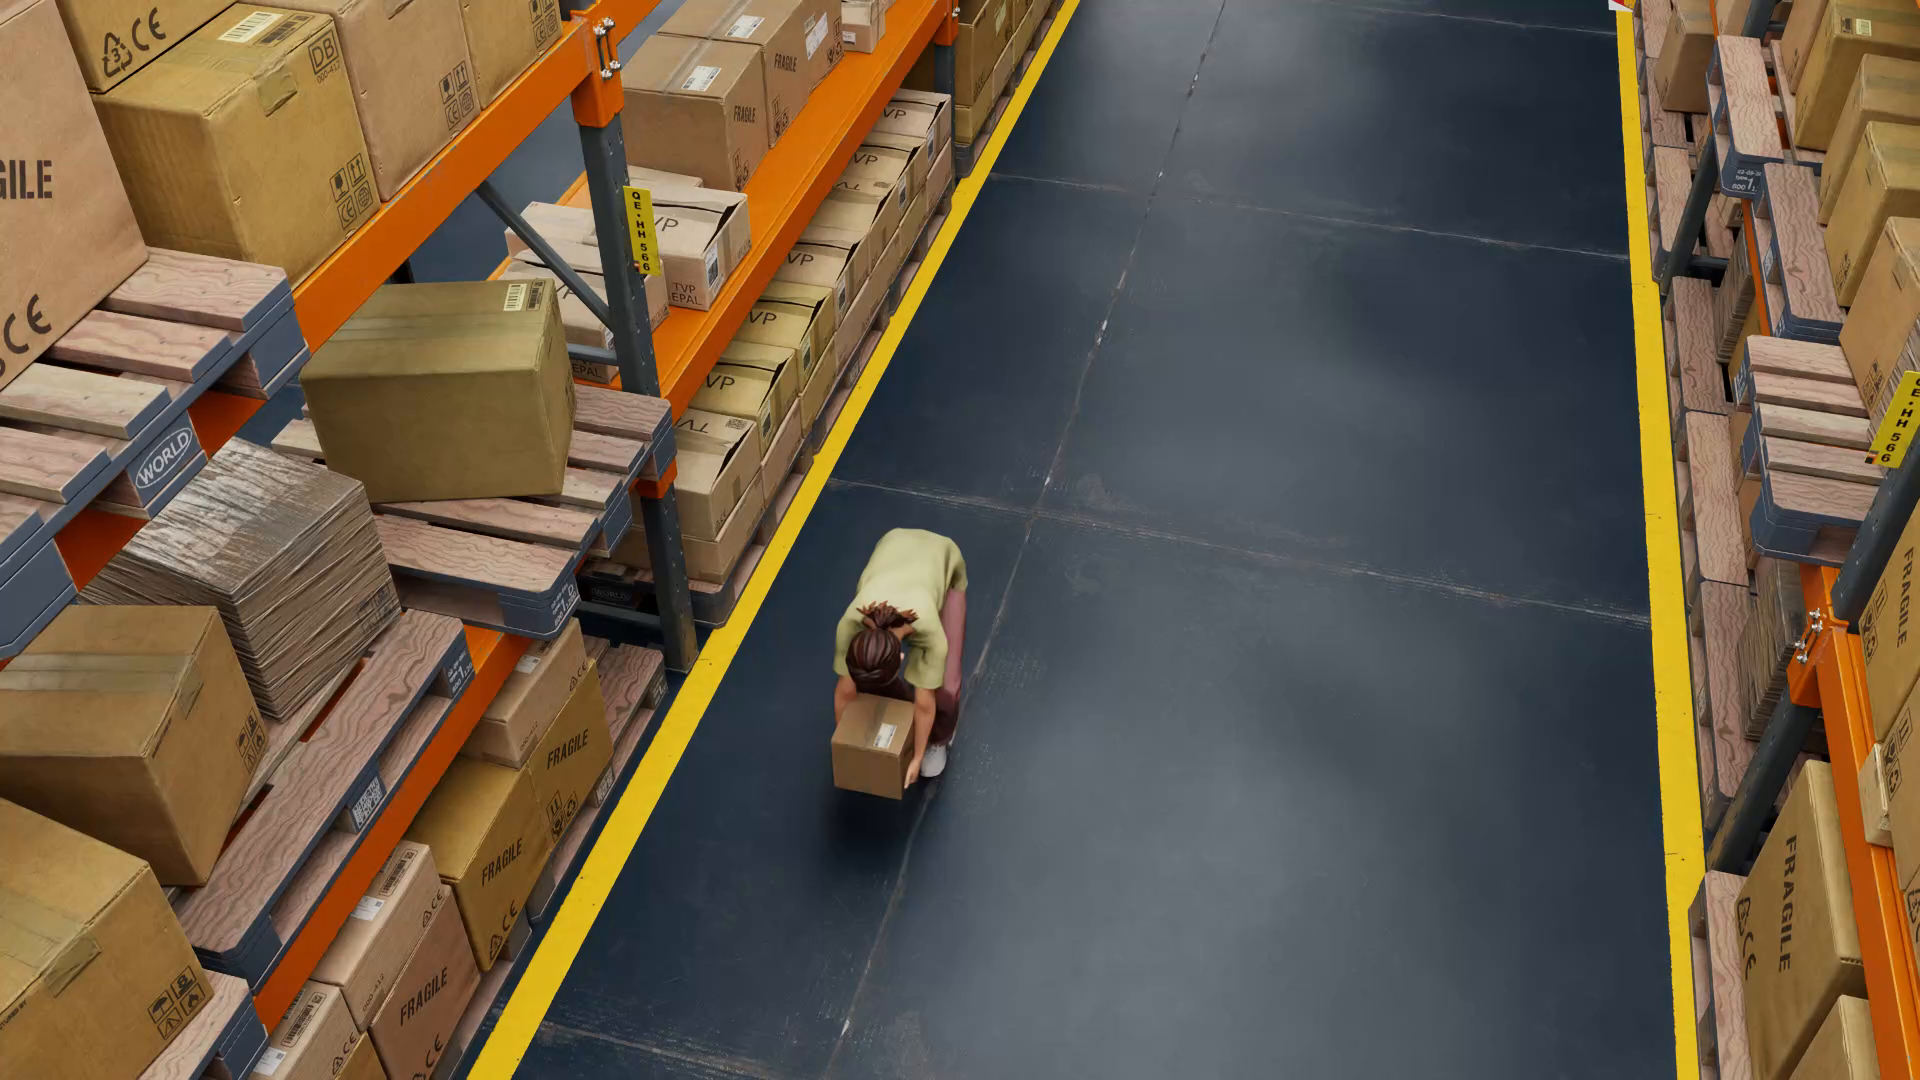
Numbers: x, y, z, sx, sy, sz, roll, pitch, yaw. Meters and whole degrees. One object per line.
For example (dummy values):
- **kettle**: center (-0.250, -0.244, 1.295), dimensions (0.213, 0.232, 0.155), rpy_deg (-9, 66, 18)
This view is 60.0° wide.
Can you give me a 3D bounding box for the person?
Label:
- **person**: center (-0.221, 0.488, 6.064), dimensions (0.447, 1.066, 0.862), rpy_deg (9, 42, 10)
